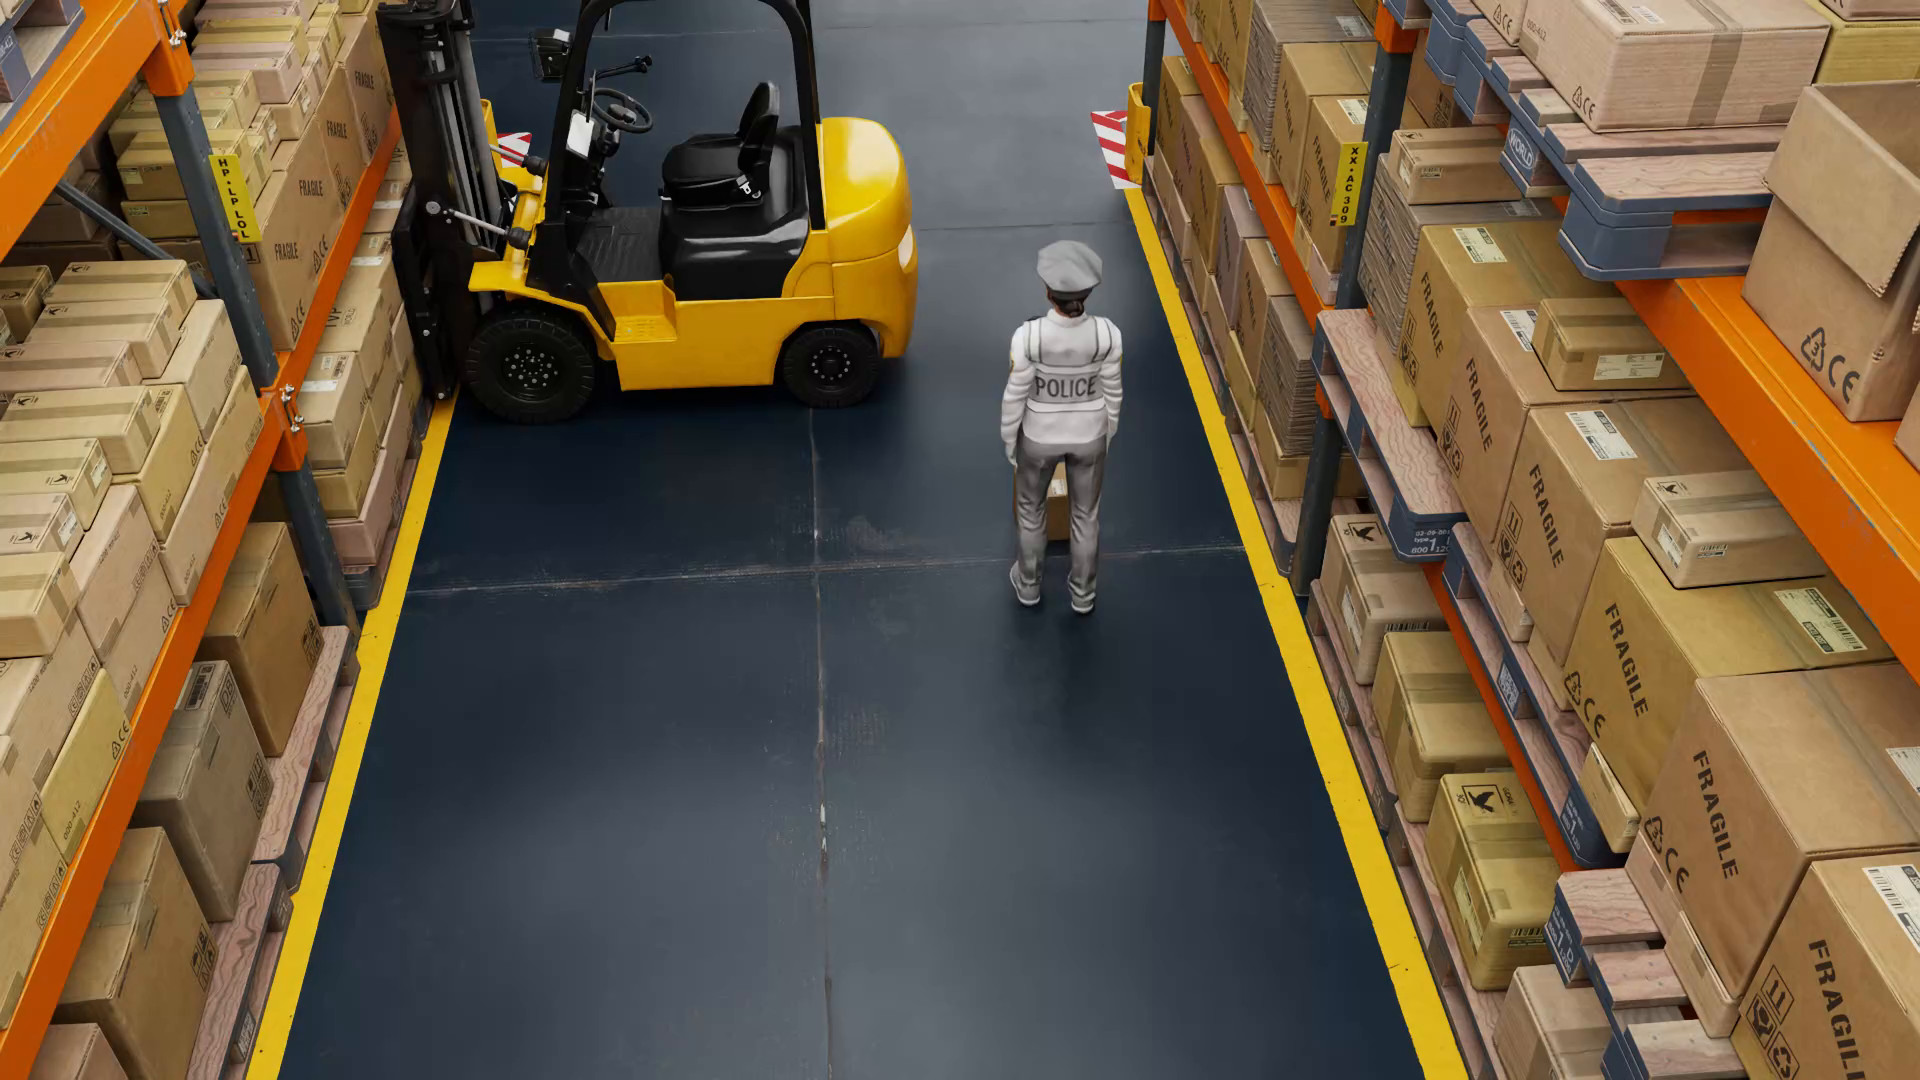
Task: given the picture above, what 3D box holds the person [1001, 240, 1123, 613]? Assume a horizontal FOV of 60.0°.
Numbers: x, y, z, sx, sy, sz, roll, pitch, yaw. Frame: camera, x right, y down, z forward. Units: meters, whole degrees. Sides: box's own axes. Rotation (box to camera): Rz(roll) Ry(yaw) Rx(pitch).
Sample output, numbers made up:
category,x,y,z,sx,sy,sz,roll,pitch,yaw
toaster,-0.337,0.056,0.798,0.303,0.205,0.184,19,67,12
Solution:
category,x,y,z,sx,sy,sz,roll,pitch,yaw
person,0.397,-0.428,6.667,0.472,1.683,0.350,-2,39,-3
